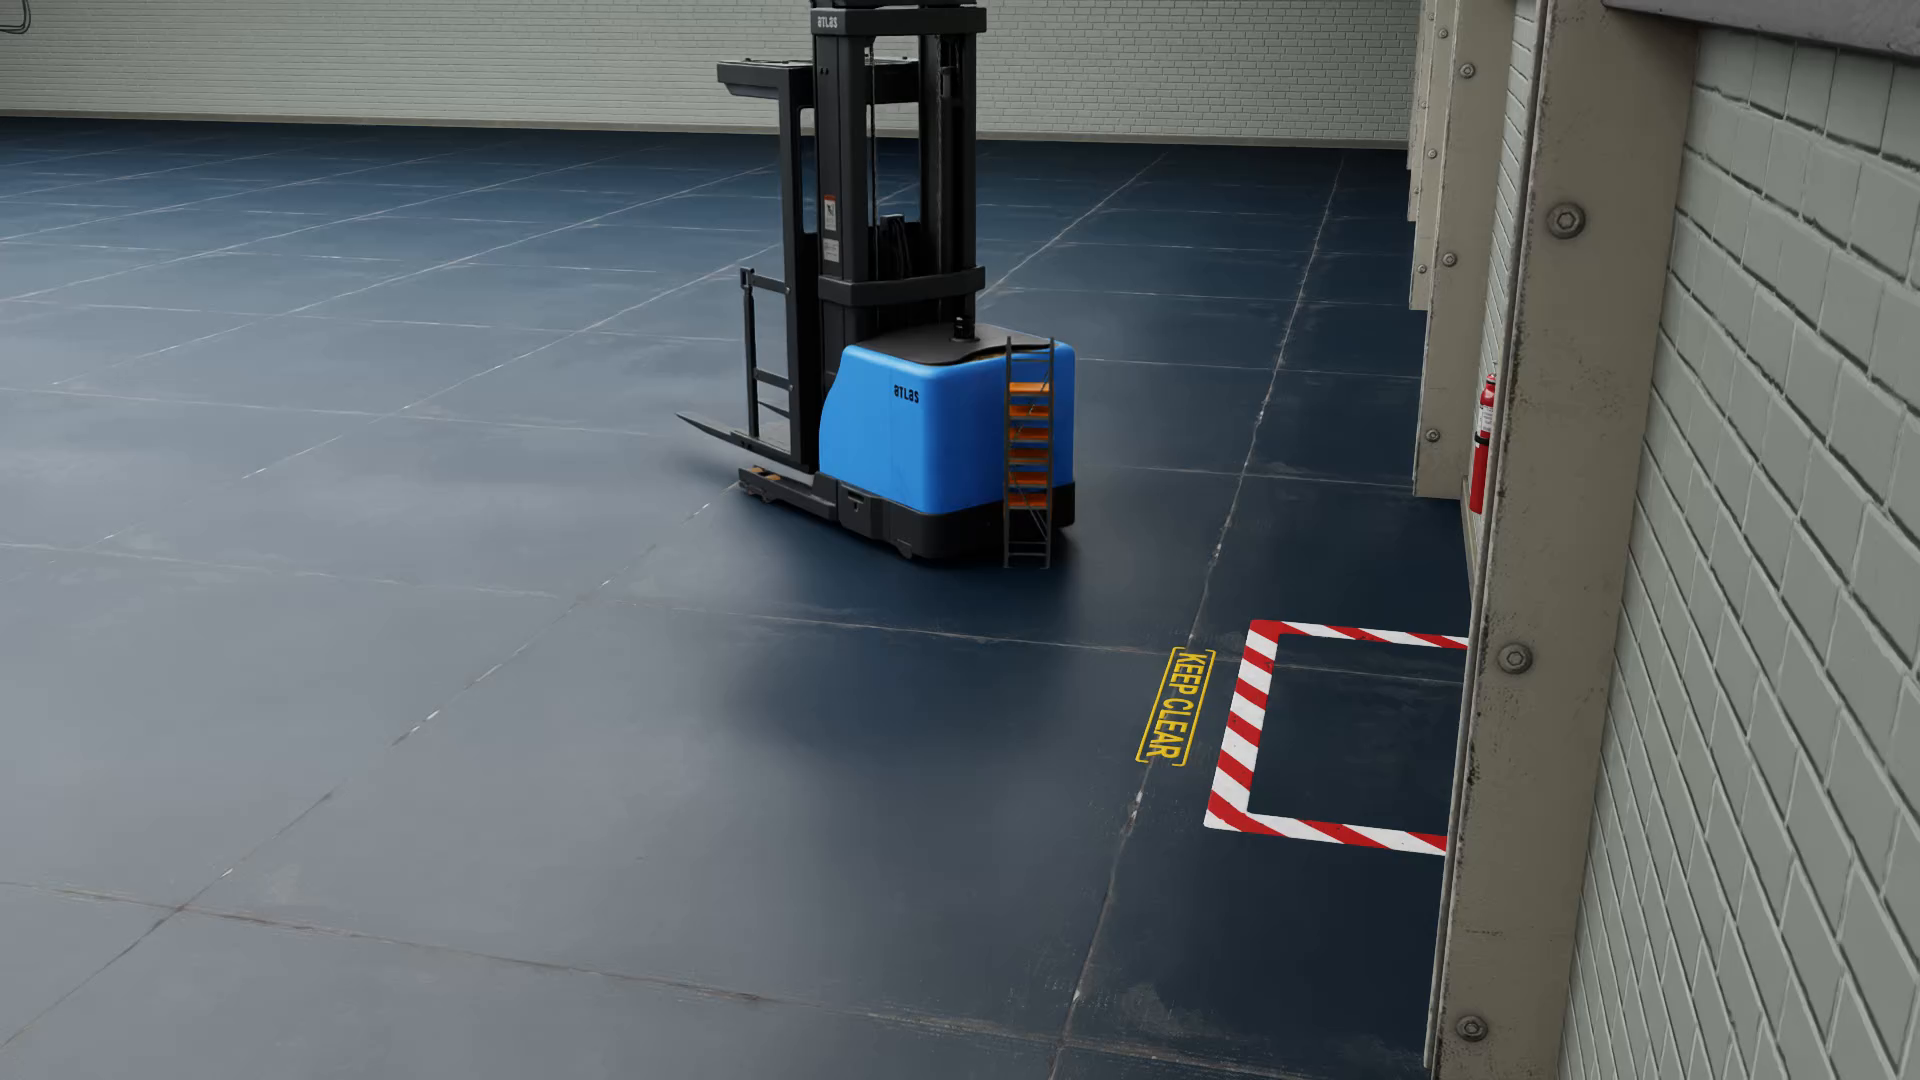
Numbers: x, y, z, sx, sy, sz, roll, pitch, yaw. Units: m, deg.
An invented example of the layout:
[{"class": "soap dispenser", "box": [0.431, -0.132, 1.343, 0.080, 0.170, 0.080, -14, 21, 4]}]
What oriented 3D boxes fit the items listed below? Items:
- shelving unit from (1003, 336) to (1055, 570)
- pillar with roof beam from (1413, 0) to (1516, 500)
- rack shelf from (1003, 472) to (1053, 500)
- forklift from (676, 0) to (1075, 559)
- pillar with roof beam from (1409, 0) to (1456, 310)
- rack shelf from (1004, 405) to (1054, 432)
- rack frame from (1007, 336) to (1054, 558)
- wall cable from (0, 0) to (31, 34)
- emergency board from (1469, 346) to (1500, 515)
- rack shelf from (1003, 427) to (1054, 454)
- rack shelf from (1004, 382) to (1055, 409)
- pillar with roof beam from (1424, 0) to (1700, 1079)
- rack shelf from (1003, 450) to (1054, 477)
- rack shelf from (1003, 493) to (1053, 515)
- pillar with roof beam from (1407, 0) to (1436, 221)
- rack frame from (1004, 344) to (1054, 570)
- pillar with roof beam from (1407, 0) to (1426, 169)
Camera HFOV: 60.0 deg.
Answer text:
[{"class": "shelving unit", "box": [0.357, -0.445, 8.633, 0.258, 1.200, 0.189, 1, 19, 3]}, {"class": "pillar with roof beam", "box": [-1.264, -4.911, 9.643, 9.100, 9.000, 0.400, 5, 19, 13]}, {"class": "rack shelf", "box": [0.357, -0.289, 8.687, 0.258, 0.103, 0.180, 1, 19, 3]}, {"class": "forklift", "box": [-0.670, -1.695, 9.615, 1.130, 2.935, 3.031, -14, 24, -36]}, {"class": "pillar with roof beam", "box": [0.202, -6.791, 15.149, 9.100, 9.000, 0.400, 5, 19, 13]}, {"class": "rack shelf", "box": [0.357, -0.630, 8.570, 0.258, 0.103, 0.180, 1, 19, 3]}, {"class": "rack frame", "box": [0.362, -0.475, 8.720, 0.240, 1.200, 0.006, 1, 19, 3]}, {"class": "wall cable", "box": [-21.235, -12.050, 35.348, 3.097, 2.526, 0.112, 5, 19, 13]}, {"class": "emergency board", "box": [2.085, -0.623, 6.370, 0.194, 1.169, 0.643, 5, 19, 13]}, {"class": "rack shelf", "box": [0.357, -0.516, 8.609, 0.258, 0.103, 0.180, 1, 19, 3]}, {"class": "rack shelf", "box": [0.357, -0.743, 8.531, 0.258, 0.103, 0.180, 1, 19, 3]}, {"class": "pillar with roof beam", "box": [-2.730, -3.030, 4.137, 9.100, 9.000, 0.400, 5, 19, 13]}, {"class": "rack shelf", "box": [0.357, -0.403, 8.648, 0.258, 0.103, 0.180, 1, 19, 3]}, {"class": "rack shelf", "box": [0.356, -0.176, 8.726, 0.258, 0.103, 0.180, 1, 19, 3]}, {"class": "pillar with roof beam", "box": [1.668, -8.672, 20.655, 9.100, 9.000, 0.400, 5, 19, 13]}, {"class": "rack frame", "box": [0.352, -0.415, 8.547, 0.240, 1.200, 0.006, 1, 19, 3]}, {"class": "pillar with roof beam", "box": [3.134, -10.553, 26.161, 9.100, 9.000, 0.400, 5, 19, 13]}]
